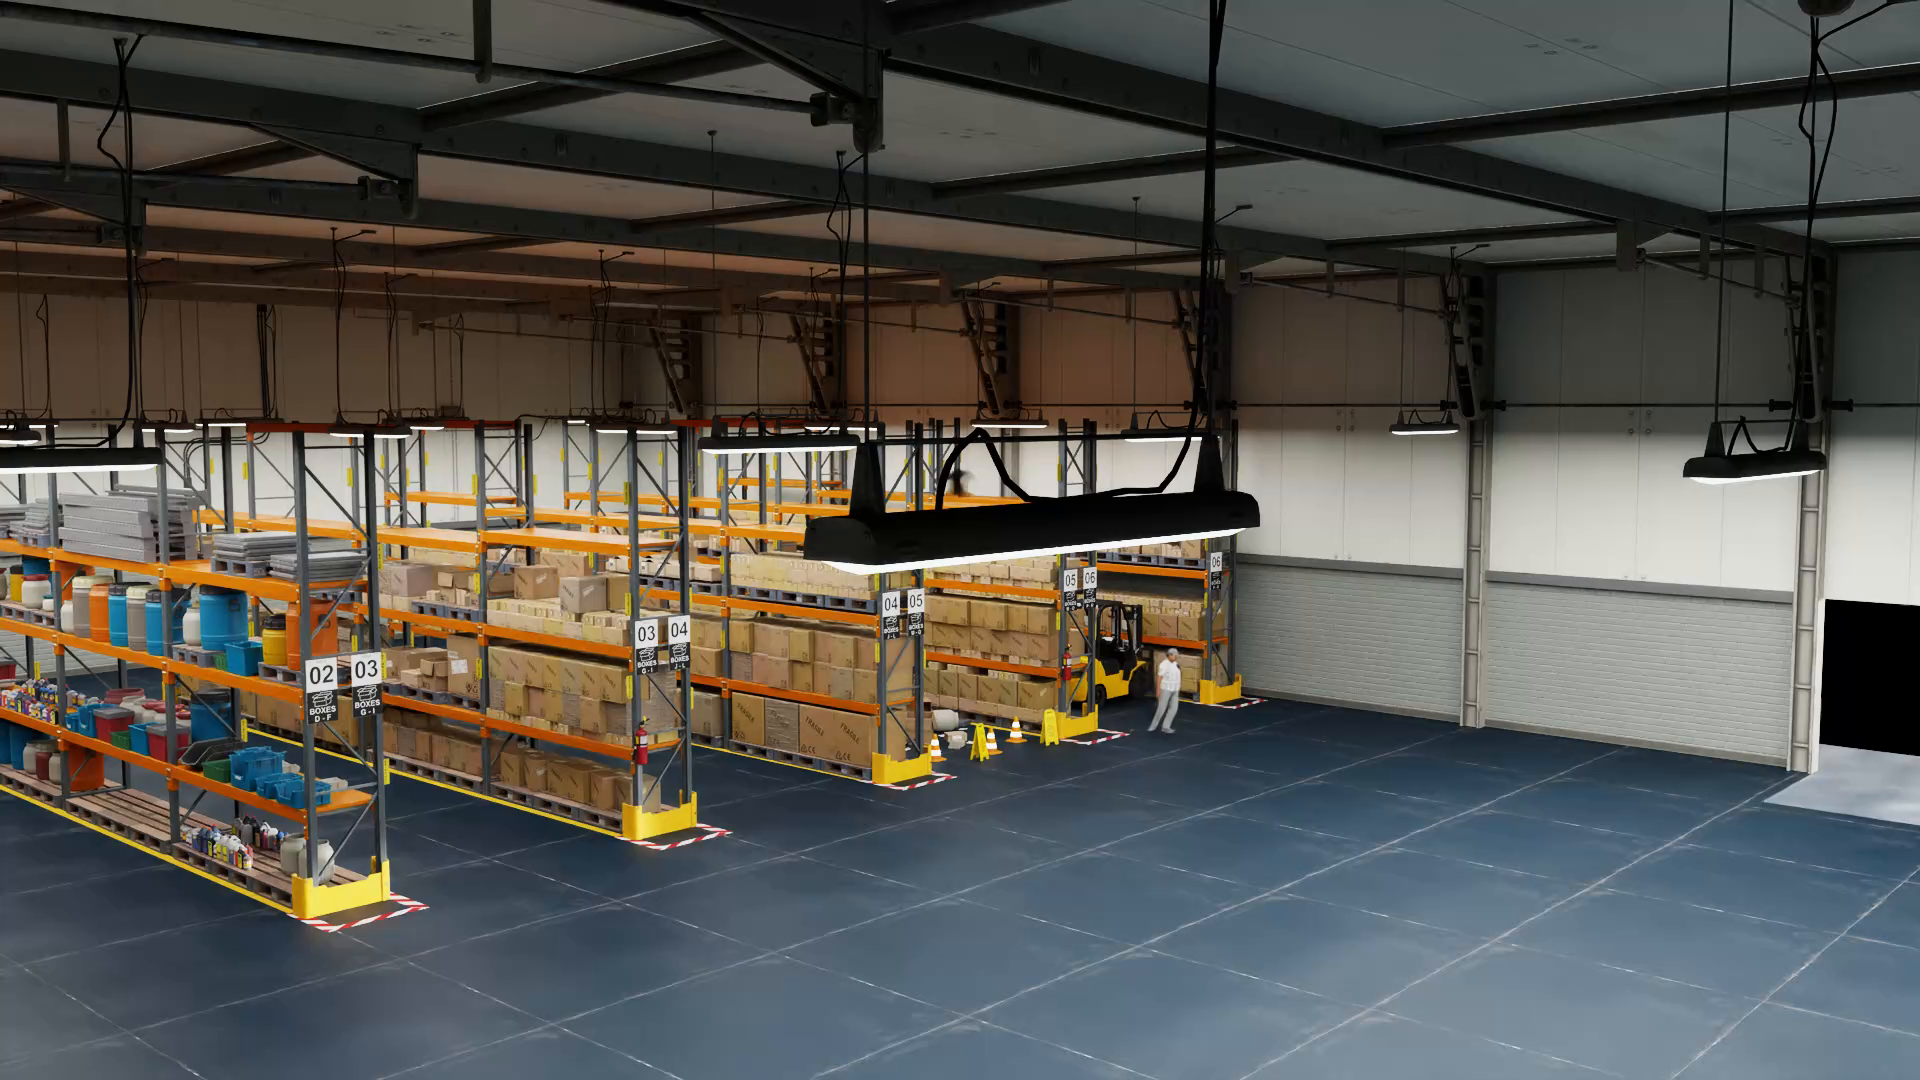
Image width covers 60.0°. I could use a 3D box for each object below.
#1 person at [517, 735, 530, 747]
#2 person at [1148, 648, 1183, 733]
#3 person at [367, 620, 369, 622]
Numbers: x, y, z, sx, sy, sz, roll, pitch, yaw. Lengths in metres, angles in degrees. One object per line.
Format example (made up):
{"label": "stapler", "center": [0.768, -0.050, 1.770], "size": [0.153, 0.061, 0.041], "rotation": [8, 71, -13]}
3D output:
{"label": "person", "center": [-7.813, 3.068, 30.480], "size": [0.782, 1.524, 0.538], "rotation": [2, 5, 23]}
{"label": "person", "center": [3.944, 2.898, 32.011], "size": [0.625, 1.643, 0.496], "rotation": [-4, 6, -39]}
{"label": "person", "center": [-13.360, 2.531, 36.923], "size": [0.883, 1.592, 0.740], "rotation": [5, 7, 44]}
